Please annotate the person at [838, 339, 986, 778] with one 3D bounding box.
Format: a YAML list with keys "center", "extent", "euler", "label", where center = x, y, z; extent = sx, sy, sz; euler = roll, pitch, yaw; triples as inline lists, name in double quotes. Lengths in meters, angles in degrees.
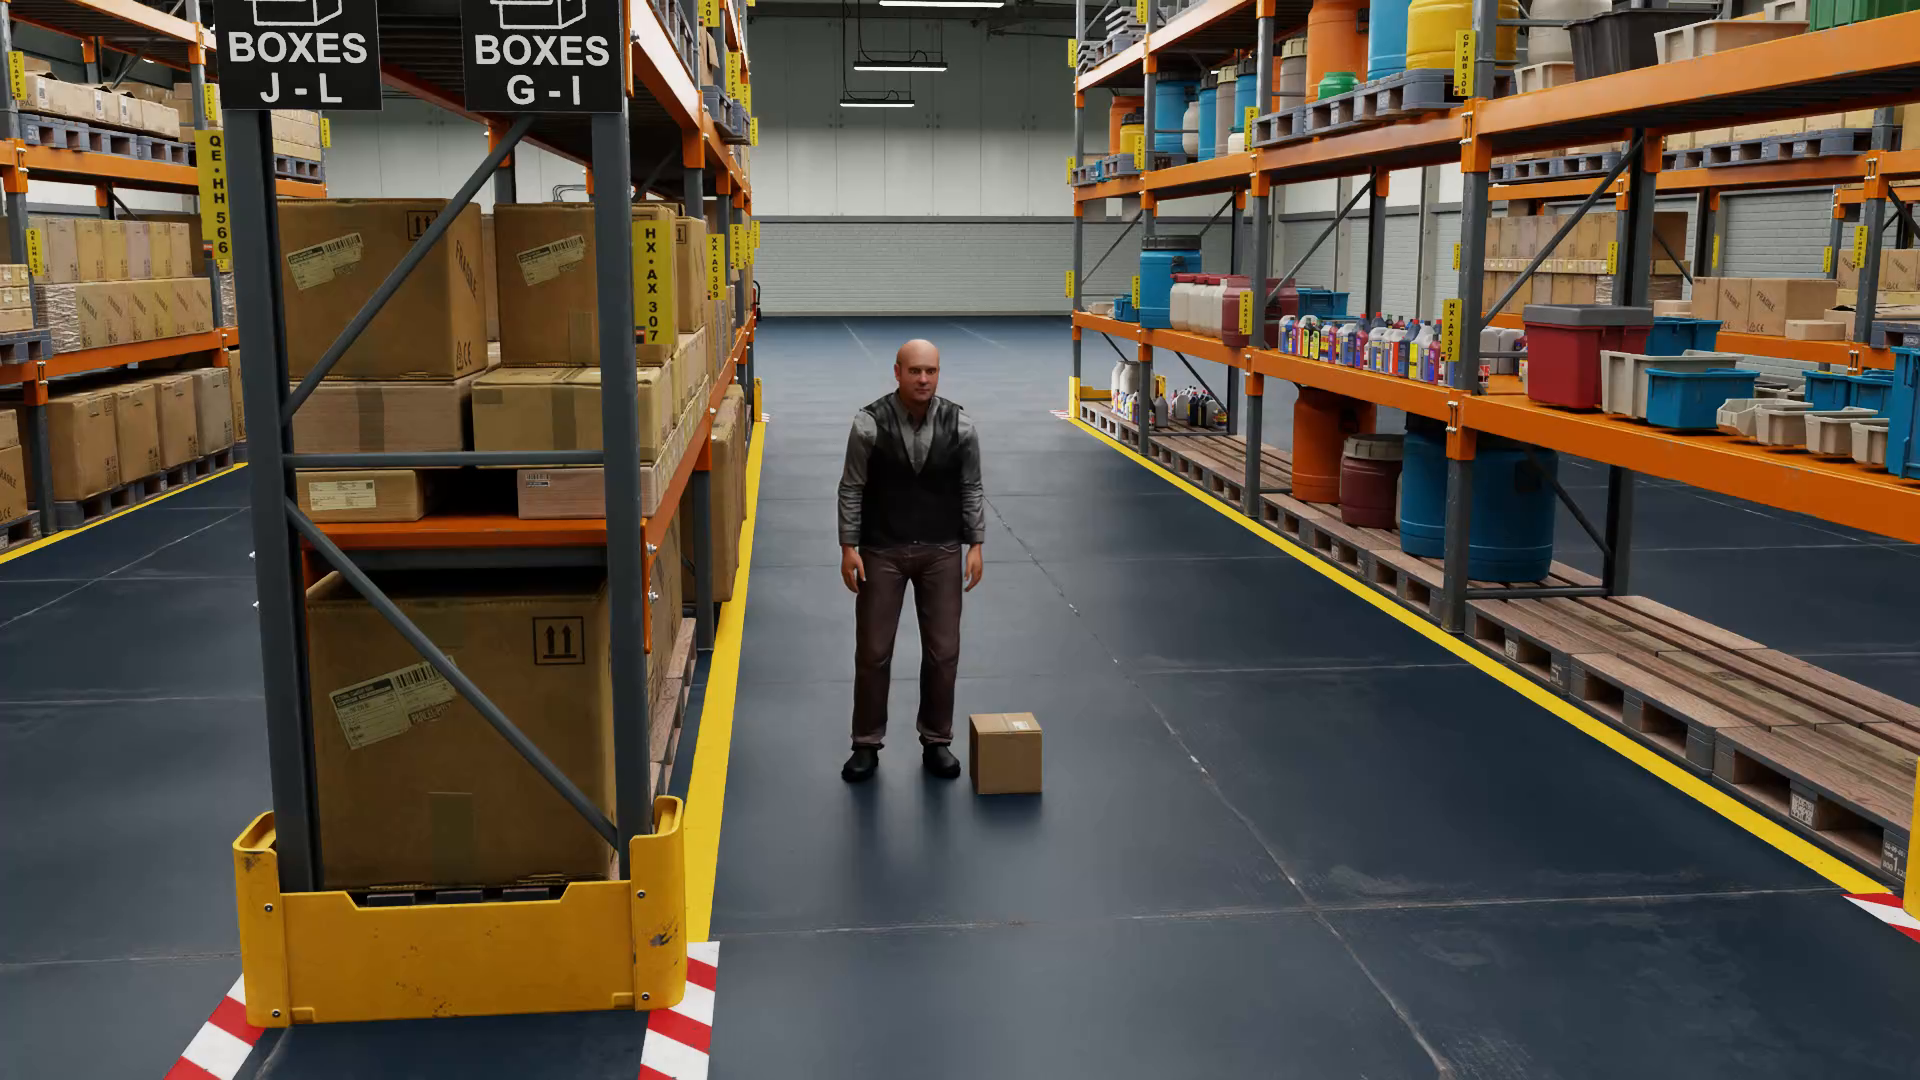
- center: [-0.194, 0.065, 6.598]
  extent: [0.594, 1.721, 0.415]
  euler: [-2, 10, -9]
  label: "person"
